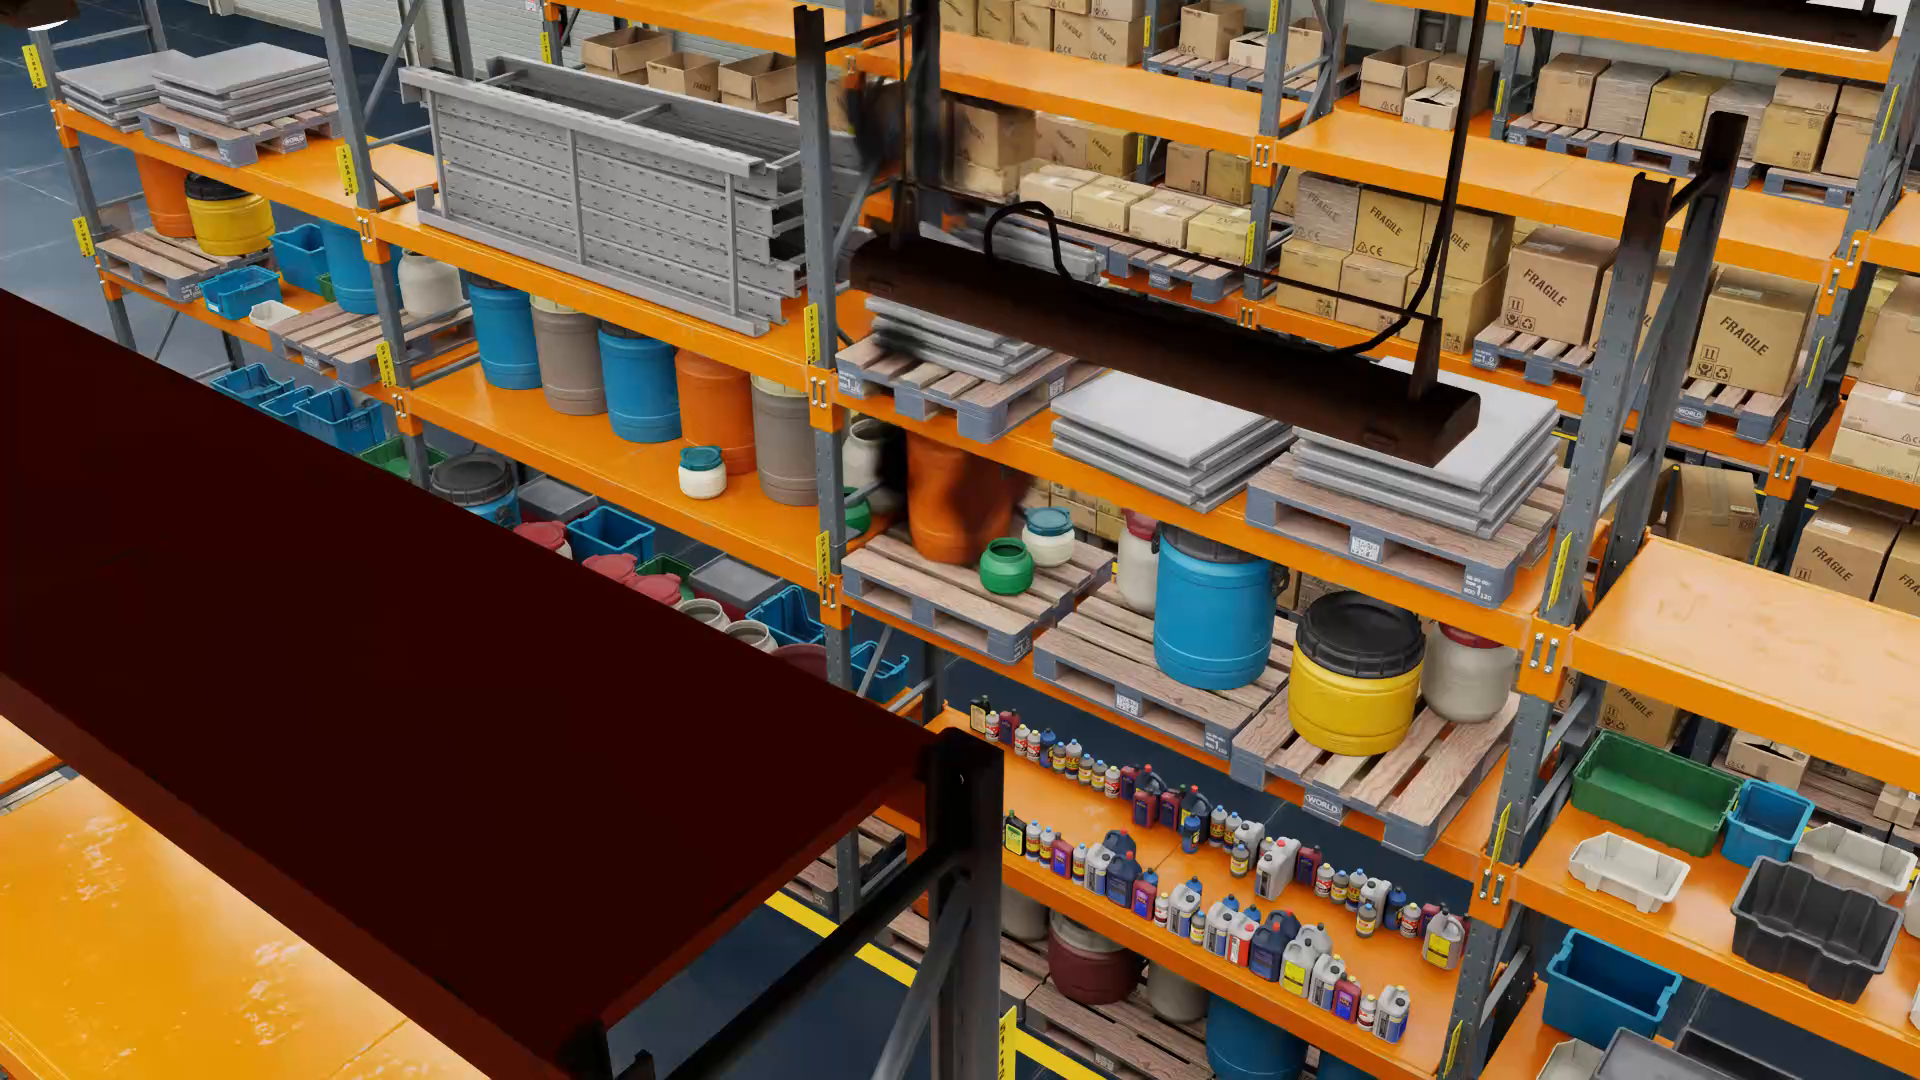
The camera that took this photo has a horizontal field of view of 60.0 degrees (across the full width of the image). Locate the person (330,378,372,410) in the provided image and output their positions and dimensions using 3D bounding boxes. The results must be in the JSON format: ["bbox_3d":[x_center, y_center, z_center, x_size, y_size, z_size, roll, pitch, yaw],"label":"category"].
[{"bbox_3d":[-5.917,-1.396,16.114,0.473,1.534,0.603,14,34,21],"label":"person"}]
